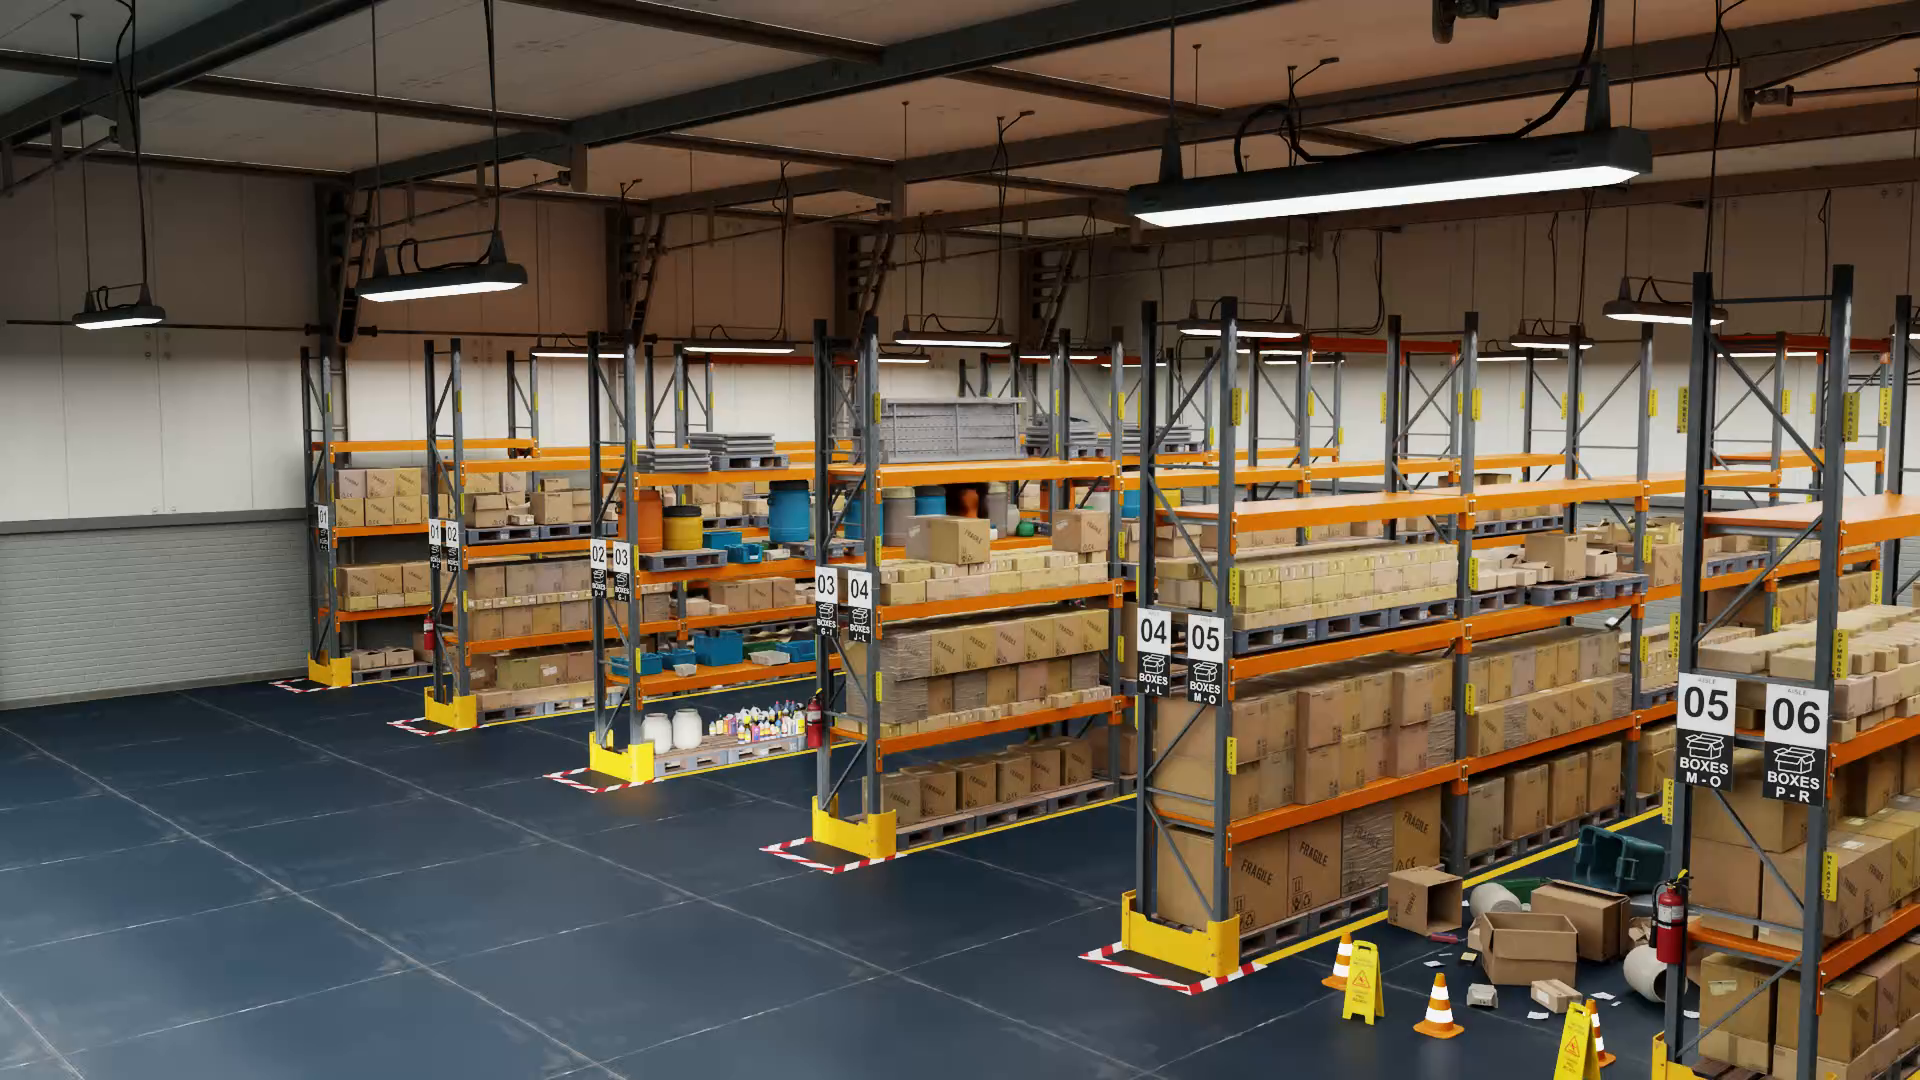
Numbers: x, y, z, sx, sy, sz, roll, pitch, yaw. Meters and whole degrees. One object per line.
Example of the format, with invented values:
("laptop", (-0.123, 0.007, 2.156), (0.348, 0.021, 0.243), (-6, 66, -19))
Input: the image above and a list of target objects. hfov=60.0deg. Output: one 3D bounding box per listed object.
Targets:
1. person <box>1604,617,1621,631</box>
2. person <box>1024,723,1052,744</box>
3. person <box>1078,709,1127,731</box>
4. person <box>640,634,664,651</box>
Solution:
("person", (9.823, 2.080, 25.126), (0.709, 1.823, 0.637), (-5, 7, -42))
("person", (1.021, 1.977, 23.032), (0.652, 1.751, 0.567), (5, 7, 43))
("person", (2.044, 1.884, 24.036), (0.872, 1.794, 0.710), (-5, 7, -44))
("person", (-5.831, 1.570, 31.023), (0.572, 1.694, 0.935), (4, 7, 40))
